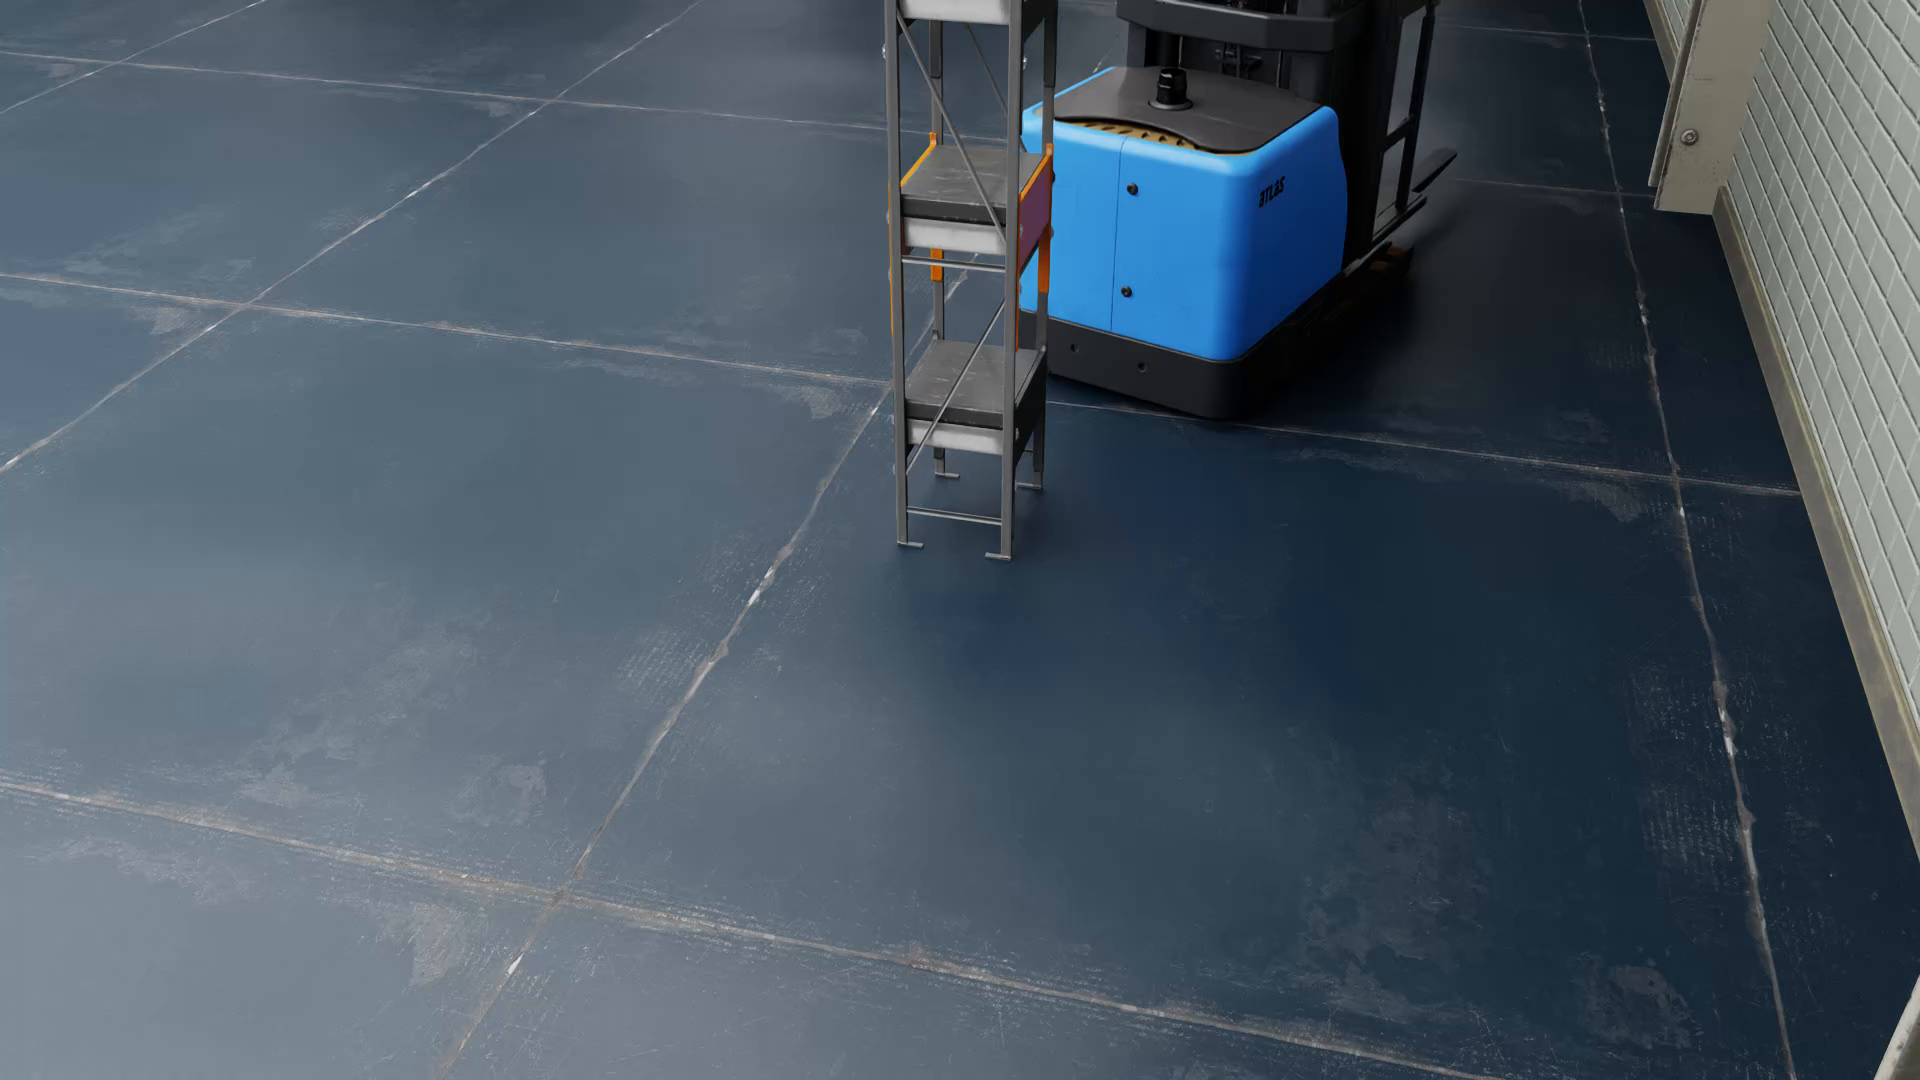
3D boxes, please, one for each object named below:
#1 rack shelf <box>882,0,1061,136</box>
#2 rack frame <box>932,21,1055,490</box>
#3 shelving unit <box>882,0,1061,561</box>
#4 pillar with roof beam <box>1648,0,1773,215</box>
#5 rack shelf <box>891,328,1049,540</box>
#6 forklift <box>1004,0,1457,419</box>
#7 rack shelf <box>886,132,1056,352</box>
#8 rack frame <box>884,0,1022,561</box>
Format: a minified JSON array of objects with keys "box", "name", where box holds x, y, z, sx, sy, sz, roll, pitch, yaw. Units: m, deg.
[{"box":[0.042,-1.551,4.954,0.431,0.518,0.480,8,33,12],"name":"rack shelf"},{"box":[0.104,-1.099,5.521,0.400,2.100,0.015,8,33,12],"name":"rack frame"},{"box":[0.042,-0.972,5.322,0.431,2.100,0.503,8,33,12],"name":"shelving unit"},{"box":[-0.471,-6.127,7.000,9.100,9.000,0.400,8,33,12],"name":"pillar with roof beam"},{"box":[0.042,-0.370,5.705,0.431,0.518,0.480,8,33,12],"name":"rack shelf"},{"box":[1.411,-2.449,6.871,1.130,2.935,3.031,19,37,28],"name":"forklift"},{"box":[0.042,-0.960,5.329,0.431,0.518,0.480,8,33,12],"name":"rack shelf"},{"box":[-0.020,-0.845,5.123,0.400,2.100,0.015,8,33,12],"name":"rack frame"}]
